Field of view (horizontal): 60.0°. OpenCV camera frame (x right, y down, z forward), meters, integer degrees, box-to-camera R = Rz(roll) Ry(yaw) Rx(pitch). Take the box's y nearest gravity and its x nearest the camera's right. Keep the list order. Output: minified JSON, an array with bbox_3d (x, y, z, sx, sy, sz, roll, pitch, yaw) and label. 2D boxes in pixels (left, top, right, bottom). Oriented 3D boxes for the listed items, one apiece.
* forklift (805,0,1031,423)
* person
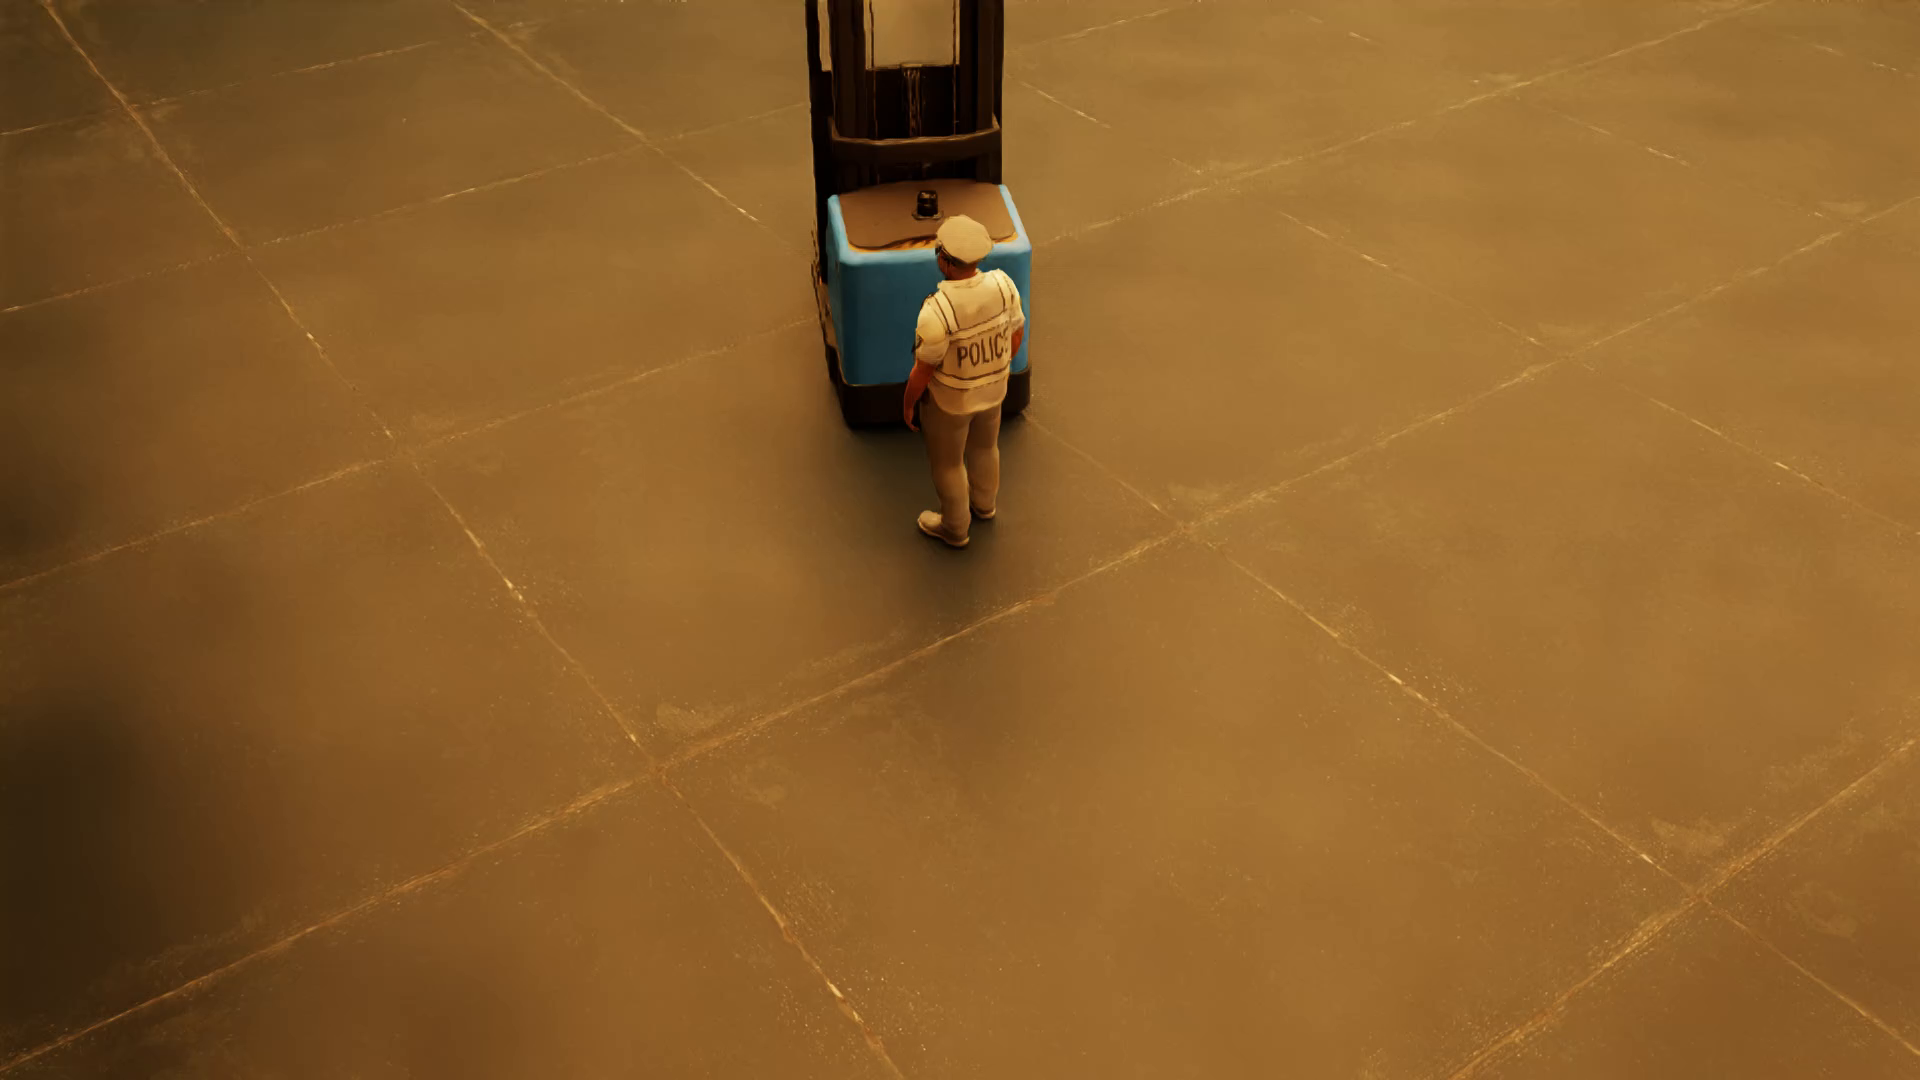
[{"bbox_3d":[-0.341,-2.690,9.582,1.130,2.935,3.031,-5,37,-7],"label":"forklift"},{"bbox_3d":[18.596,-1.479,2.841,26.738,9.000,28.165,-23,42,-28],"label":"person"}]
